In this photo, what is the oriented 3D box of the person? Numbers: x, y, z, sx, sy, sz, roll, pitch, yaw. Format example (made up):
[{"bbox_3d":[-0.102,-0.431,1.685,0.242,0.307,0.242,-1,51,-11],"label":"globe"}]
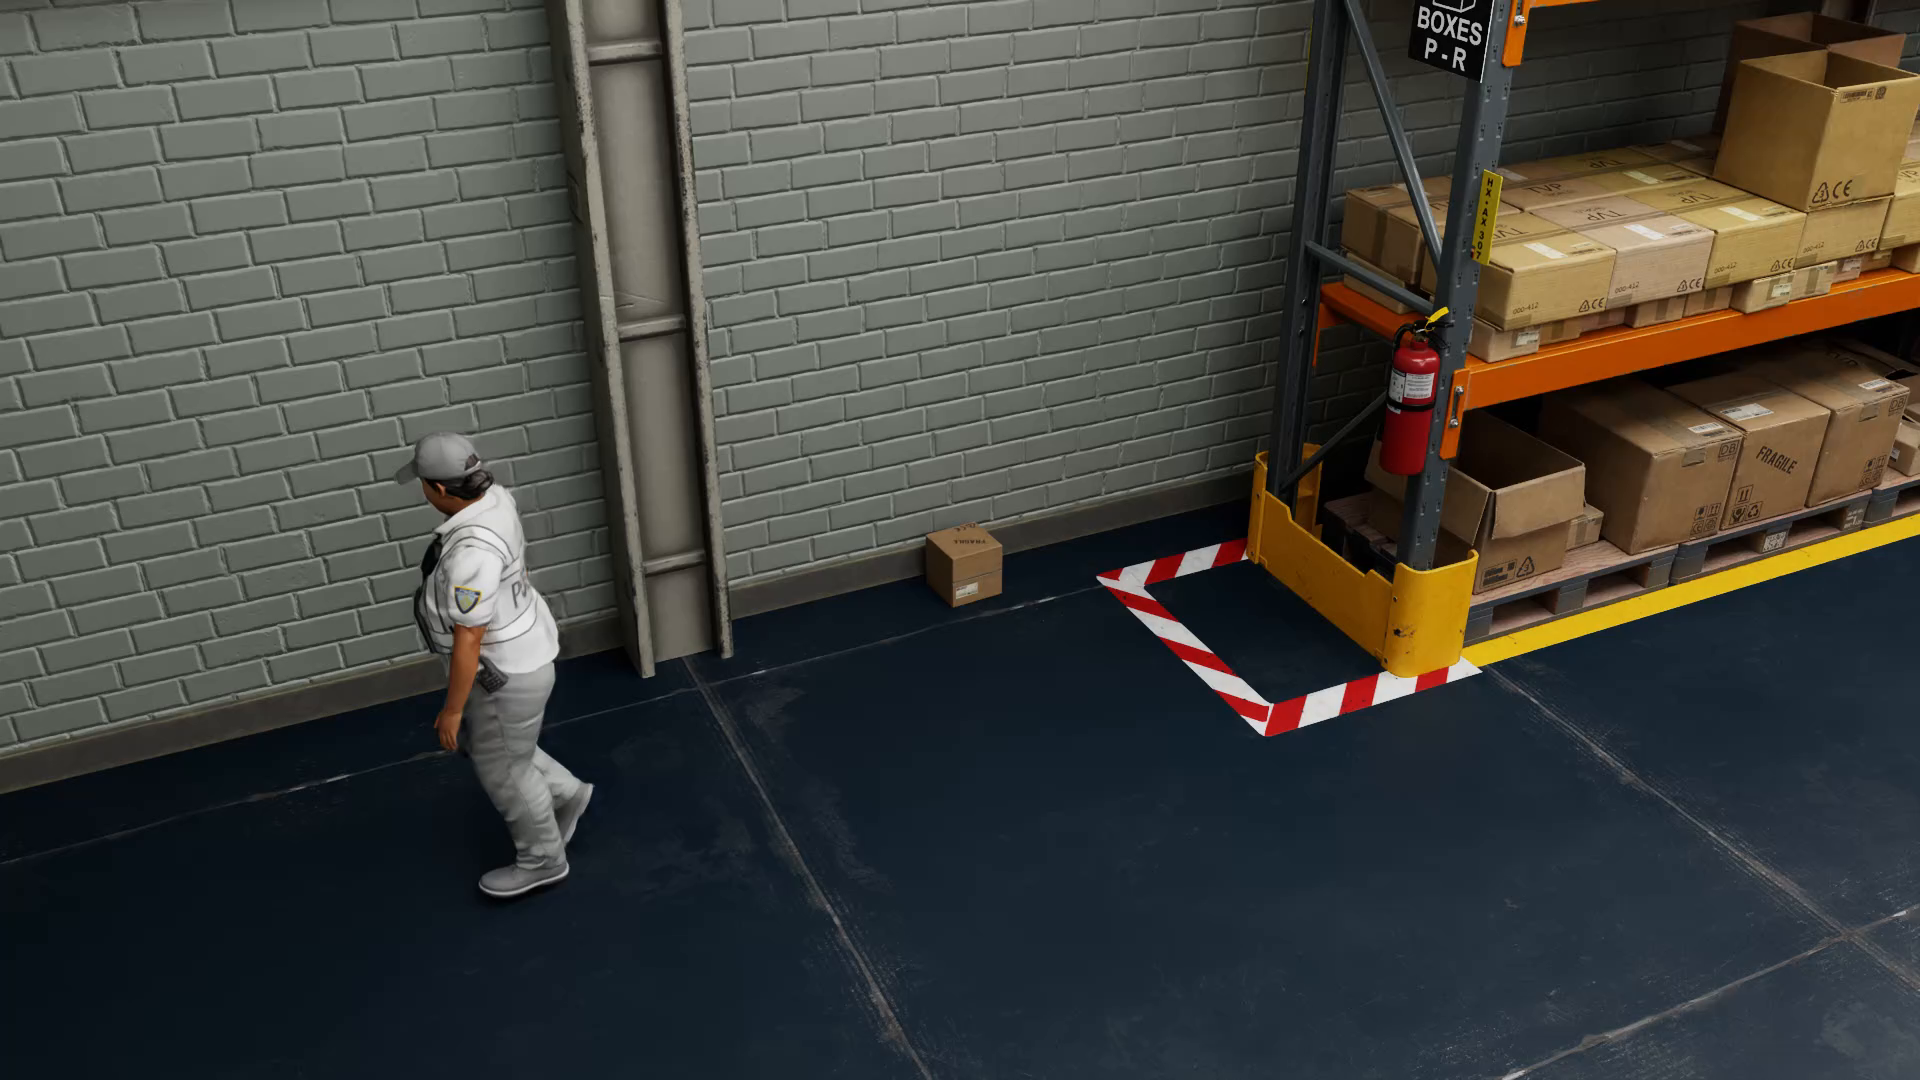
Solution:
[{"bbox_3d":[-1.483,0.408,5.386,0.460,1.657,0.531,-6,30,-11],"label":"person"}]
